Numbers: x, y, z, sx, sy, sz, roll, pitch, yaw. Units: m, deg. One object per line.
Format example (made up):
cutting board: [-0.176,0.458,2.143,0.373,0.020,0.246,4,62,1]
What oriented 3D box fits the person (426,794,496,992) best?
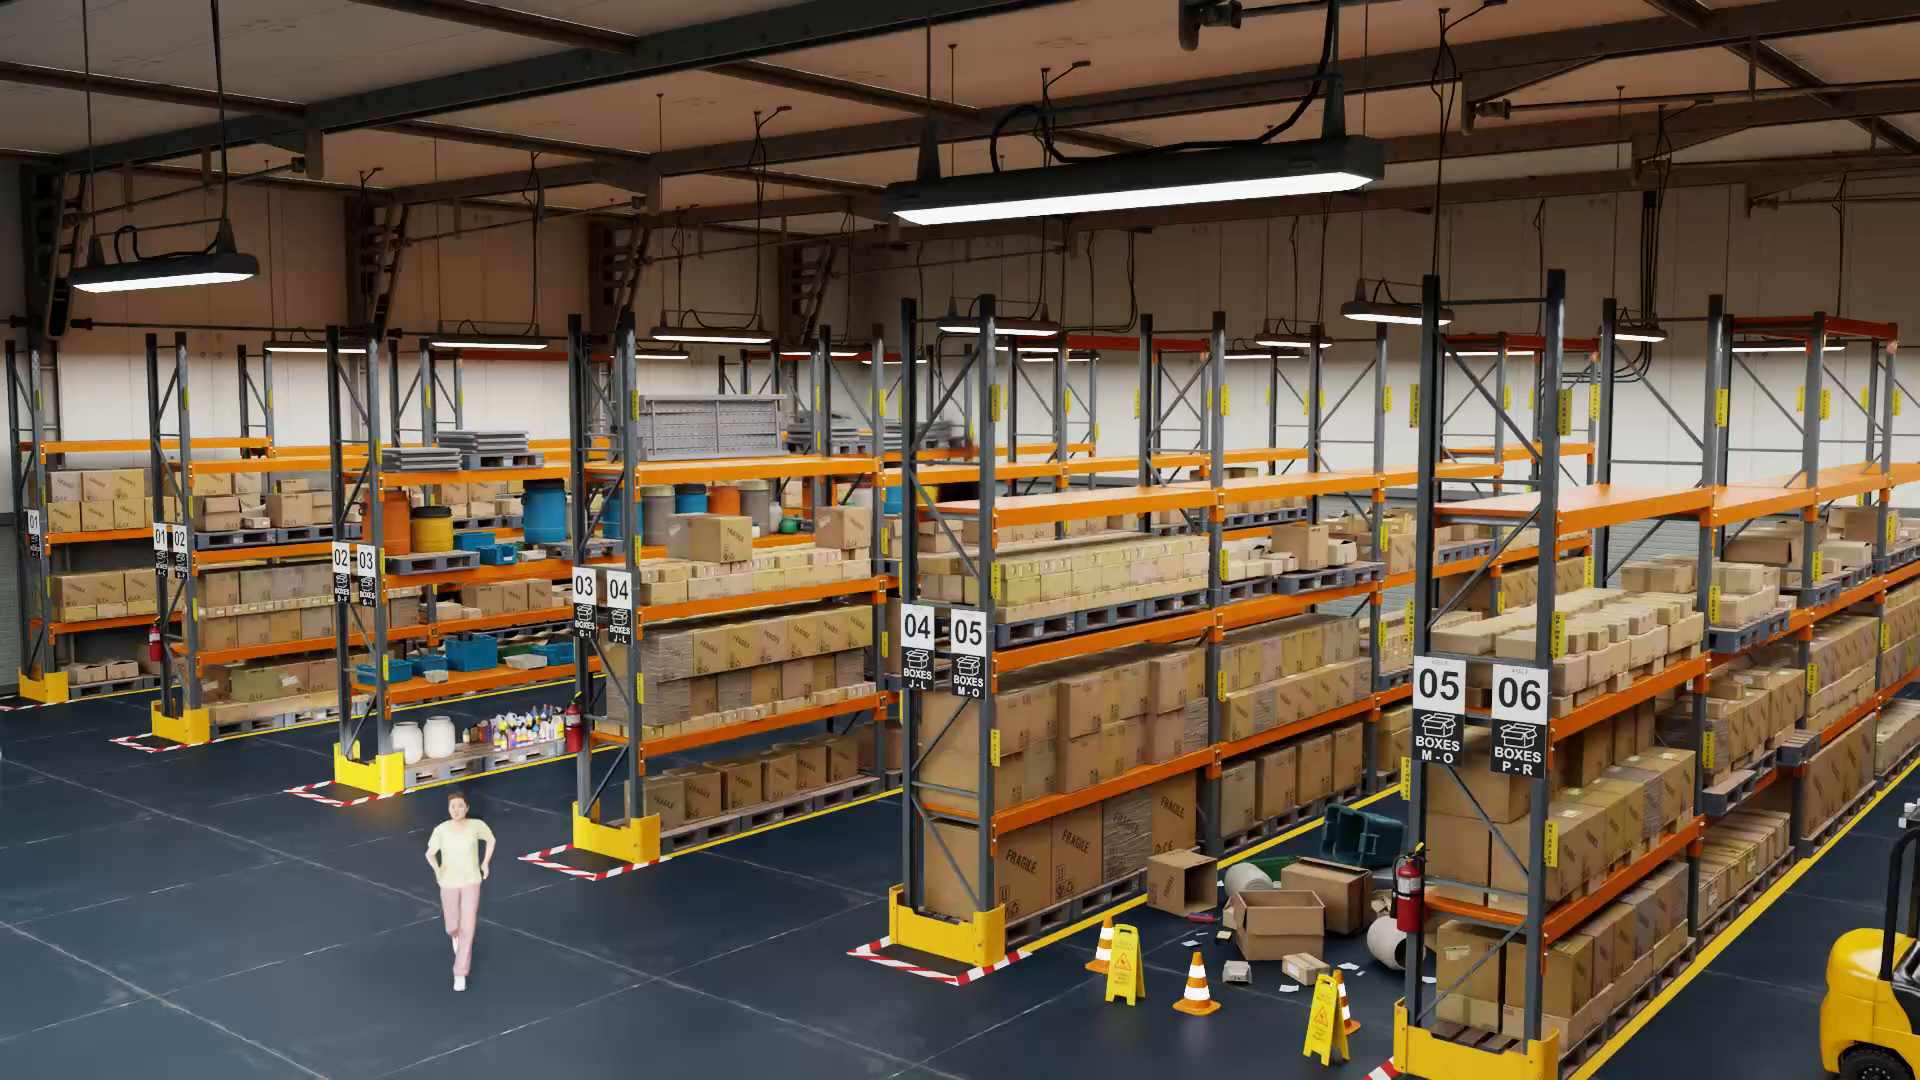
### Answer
person: [-4.386,3.046,14.628,0.586,1.653,0.794,-1,5,-13]

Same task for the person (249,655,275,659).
person: [-11.524,1.876,27.616,0.578,1.710,0.784,3,6,33]
